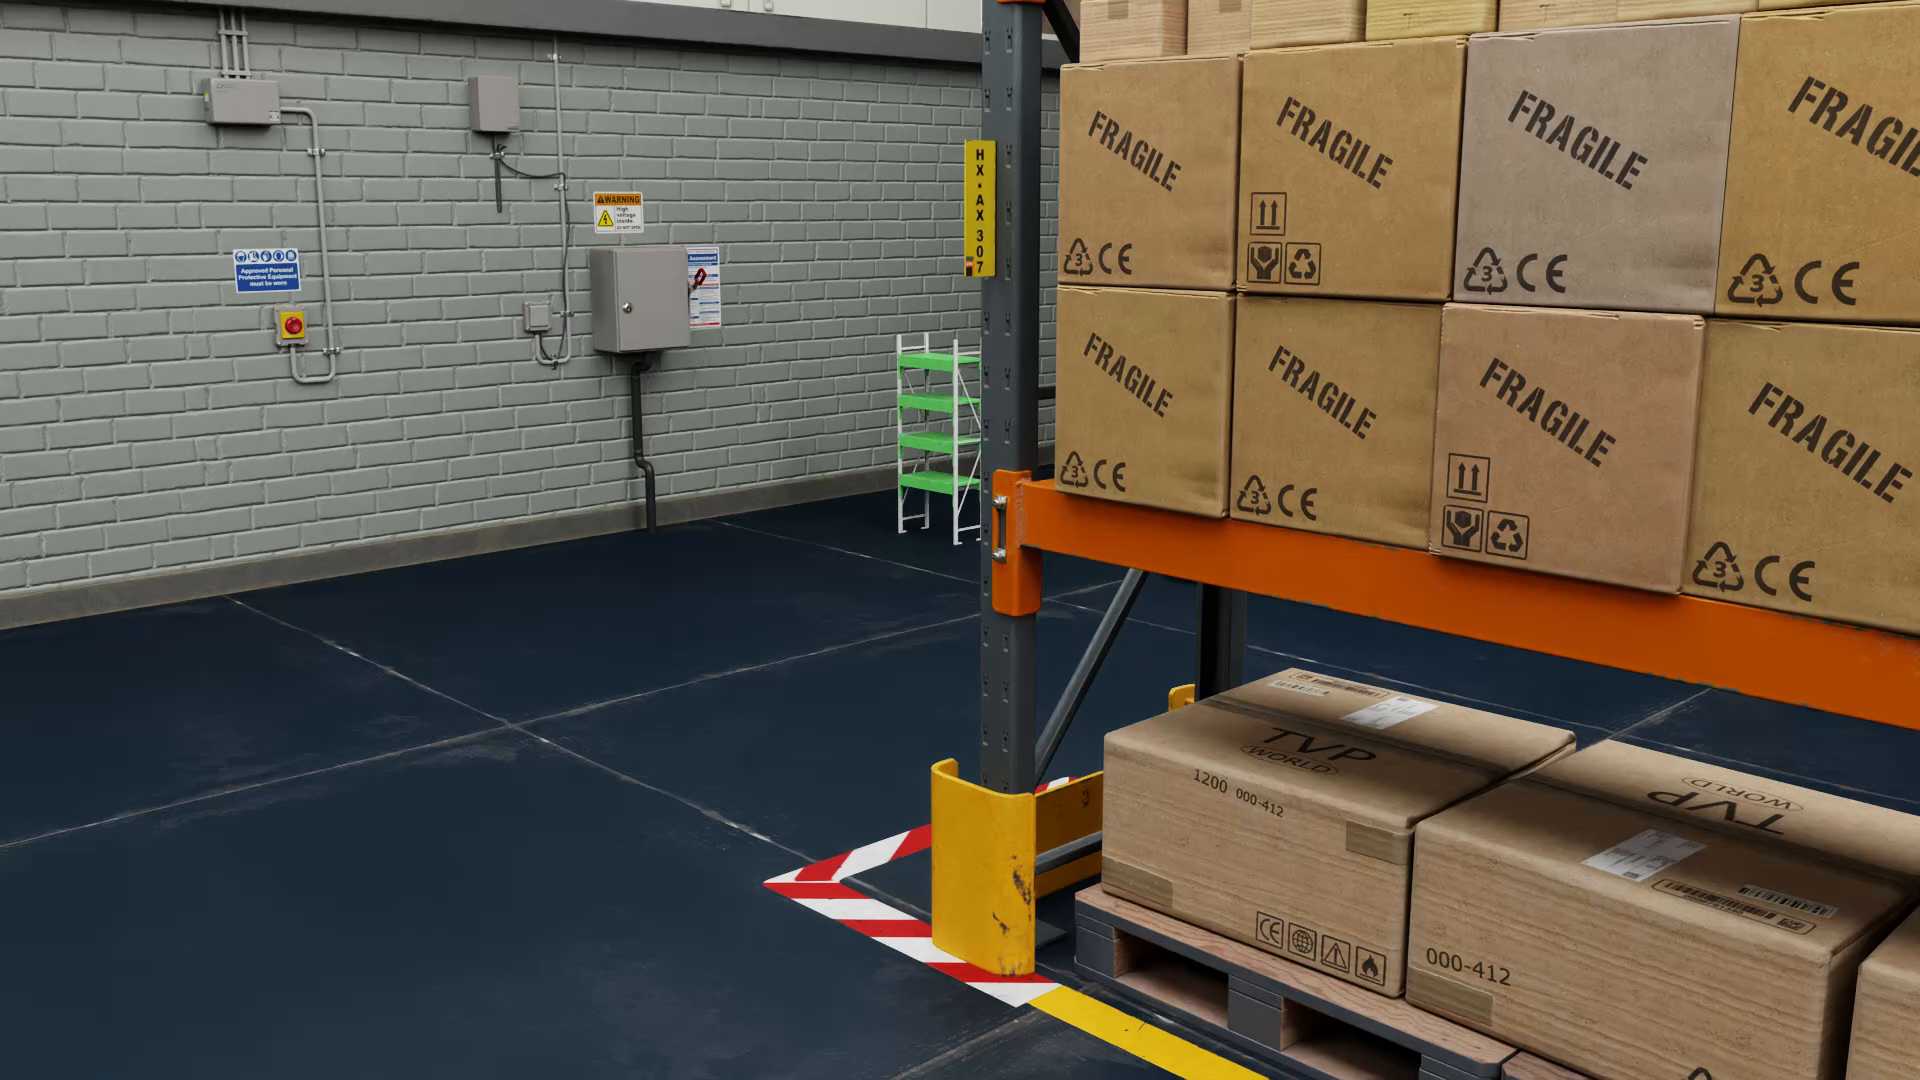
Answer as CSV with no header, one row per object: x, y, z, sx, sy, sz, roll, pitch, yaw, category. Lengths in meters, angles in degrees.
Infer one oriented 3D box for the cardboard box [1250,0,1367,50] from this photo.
0.828,-1.105,3.507,0.380,0.149,0.250,-10,15,-41,cardboard box

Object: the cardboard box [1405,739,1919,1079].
1.620,0.843,3.695,0.875,0.438,0.875,-10,16,-41,cardboard box

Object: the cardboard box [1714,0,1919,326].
1.648,-0.629,2.805,0.500,0.500,0.500,-11,16,-42,cardboard box

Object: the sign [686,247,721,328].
-1.622,-1.565,10.308,0.329,0.494,0.001,-11,16,-43,sign

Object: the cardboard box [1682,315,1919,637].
1.644,-0.143,2.922,0.500,0.500,0.500,-10,15,-41,cardboard box

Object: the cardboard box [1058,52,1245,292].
0.580,-0.850,3.878,0.500,0.500,0.500,-11,16,-44,cardboard box

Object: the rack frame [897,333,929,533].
-0.283,-0.647,10.080,0.240,1.200,0.015,-11,16,-43,rack frame

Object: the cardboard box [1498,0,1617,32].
1.242,-1.038,3.183,0.380,0.149,0.250,-11,16,-42,cardboard box

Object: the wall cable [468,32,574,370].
-2.439,-1.938,9.365,0.588,1.984,0.122,-11,16,-43,wall cable

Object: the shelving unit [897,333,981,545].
-0.114,-0.612,9.908,0.258,1.200,0.503,-11,16,-43,shelving unit

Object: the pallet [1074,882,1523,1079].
1.063,1.051,4.290,1.003,0.211,1.213,-11,16,-43,pallet

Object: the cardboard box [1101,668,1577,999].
0.982,0.711,4.338,0.875,0.438,0.875,11,16,43,cardboard box

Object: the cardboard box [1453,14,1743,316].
1.303,-0.702,3.157,0.500,0.500,0.500,-11,16,-43,cardboard box

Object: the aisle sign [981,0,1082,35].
0.195,-1.664,4.114,0.394,0.787,0.004,-11,16,-43,aisle sign

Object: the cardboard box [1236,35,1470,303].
0.941,-0.776,3.517,0.500,0.500,0.500,11,16,44,cardboard box

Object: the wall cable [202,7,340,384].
-3.457,-1.754,8.395,0.585,1.953,0.123,-11,16,-43,wall cable

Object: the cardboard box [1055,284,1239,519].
0.578,-0.360,3.977,0.500,0.500,0.500,-11,16,-43,cardboard box

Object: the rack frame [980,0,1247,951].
0.454,-0.421,4.522,1.000,3.000,0.127,-11,16,-43,rack frame

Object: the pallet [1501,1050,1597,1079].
1.901,1.228,3.426,1.003,0.211,1.213,-11,16,-43,pallet

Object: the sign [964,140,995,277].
0.049,-0.807,4.055,0.100,0.325,0.005,-11,16,-43,sign

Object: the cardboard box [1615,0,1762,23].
1.384,-0.996,2.978,0.380,0.149,0.250,-11,16,-42,cardboard box

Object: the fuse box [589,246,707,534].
-1.837,-0.881,9.948,0.539,1.711,0.414,-11,16,-43,fuse box

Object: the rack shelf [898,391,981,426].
-0.114,-0.784,9.872,0.258,0.148,0.480,-11,16,-43,rack shelf

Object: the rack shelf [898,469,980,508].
-0.114,-0.314,9.969,0.258,0.148,0.480,-11,16,-43,rack shelf

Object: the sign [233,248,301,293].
-3.534,-1.375,8.484,0.327,0.218,0.001,-11,16,-43,sign

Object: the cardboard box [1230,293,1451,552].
0.947,-0.290,3.638,0.500,0.500,0.500,-11,16,-43,cardboard box

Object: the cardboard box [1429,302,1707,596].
1.286,-0.213,3.265,0.500,0.500,0.500,-11,16,-43,cardboard box

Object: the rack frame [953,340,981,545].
0.054,-0.576,9.735,0.240,1.200,0.015,-11,16,-43,rack frame

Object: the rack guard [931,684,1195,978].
0.438,0.800,4.791,1.175,0.500,0.348,-11,16,-43,rack guard

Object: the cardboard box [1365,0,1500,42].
1.023,-1.069,3.333,0.250,0.149,0.380,11,16,43,cardboard box

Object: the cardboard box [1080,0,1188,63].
0.499,-1.187,3.907,0.380,0.149,0.250,-10,16,-41,cardboard box

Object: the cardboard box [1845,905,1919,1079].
2.242,0.975,3.056,0.875,0.438,0.875,11,16,43,cardboard box

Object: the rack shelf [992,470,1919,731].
1.835,0.223,3.178,1.077,0.370,4.000,-11,16,-43,rack shelf

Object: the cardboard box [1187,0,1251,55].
0.732,-1.159,3.769,0.380,0.149,0.250,-10,16,-41,cardboard box

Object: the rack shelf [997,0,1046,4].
1.835,-1.246,2.875,1.077,0.370,4.000,-11,16,-43,rack shelf

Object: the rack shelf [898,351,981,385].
-0.114,-1.019,9.824,0.258,0.148,0.480,-11,16,-43,rack shelf

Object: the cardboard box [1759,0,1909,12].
1.540,-0.955,2.780,0.250,0.149,0.380,11,16,44,cardboard box

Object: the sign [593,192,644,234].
-2.020,-1.939,9.844,0.339,0.242,0.001,-11,16,-43,sign

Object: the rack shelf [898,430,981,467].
-0.114,-0.549,9.921,0.258,0.148,0.480,-11,16,-43,rack shelf
